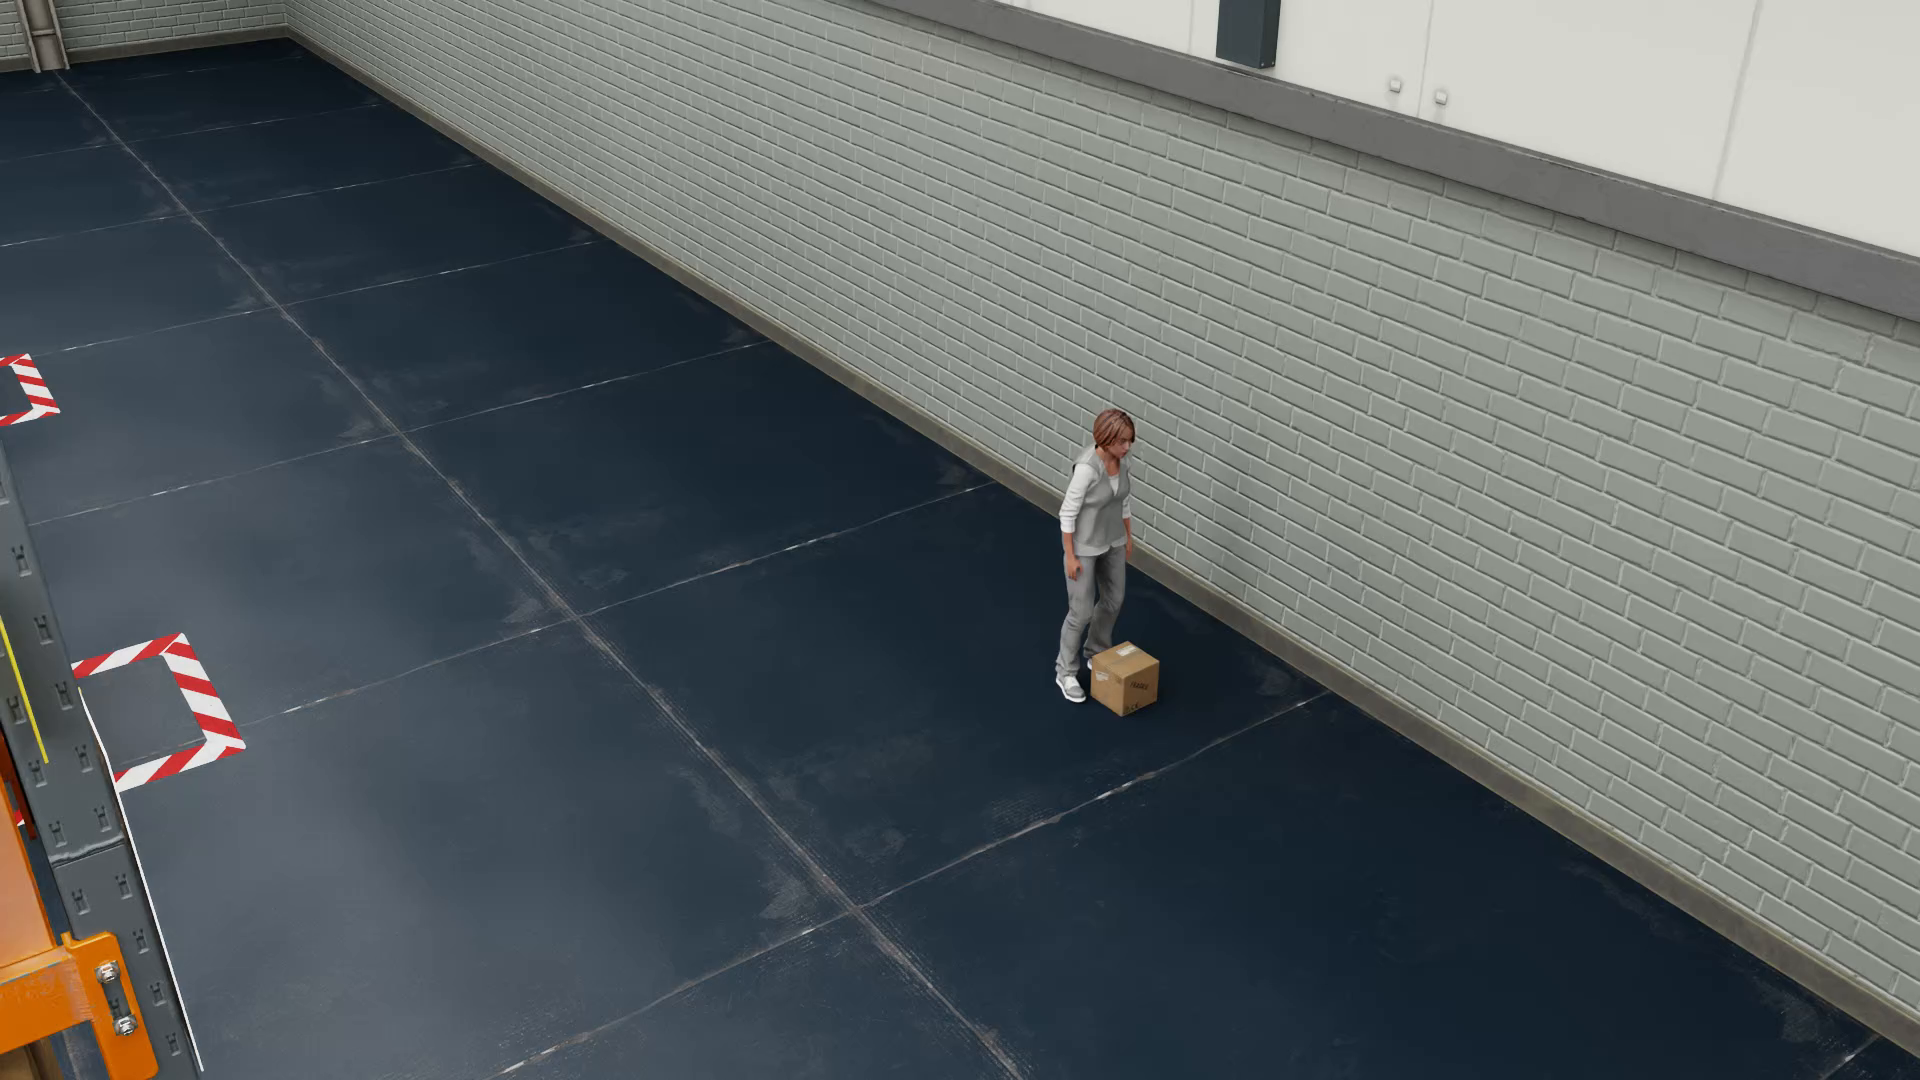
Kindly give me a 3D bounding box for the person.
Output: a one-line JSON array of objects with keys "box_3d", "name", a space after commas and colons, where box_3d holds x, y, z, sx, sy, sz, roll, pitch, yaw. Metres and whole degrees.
[{"box_3d": [0.702, 0.047, 8.552, 0.478, 1.592, 0.345, -21, 35, -33], "name": "person"}]
